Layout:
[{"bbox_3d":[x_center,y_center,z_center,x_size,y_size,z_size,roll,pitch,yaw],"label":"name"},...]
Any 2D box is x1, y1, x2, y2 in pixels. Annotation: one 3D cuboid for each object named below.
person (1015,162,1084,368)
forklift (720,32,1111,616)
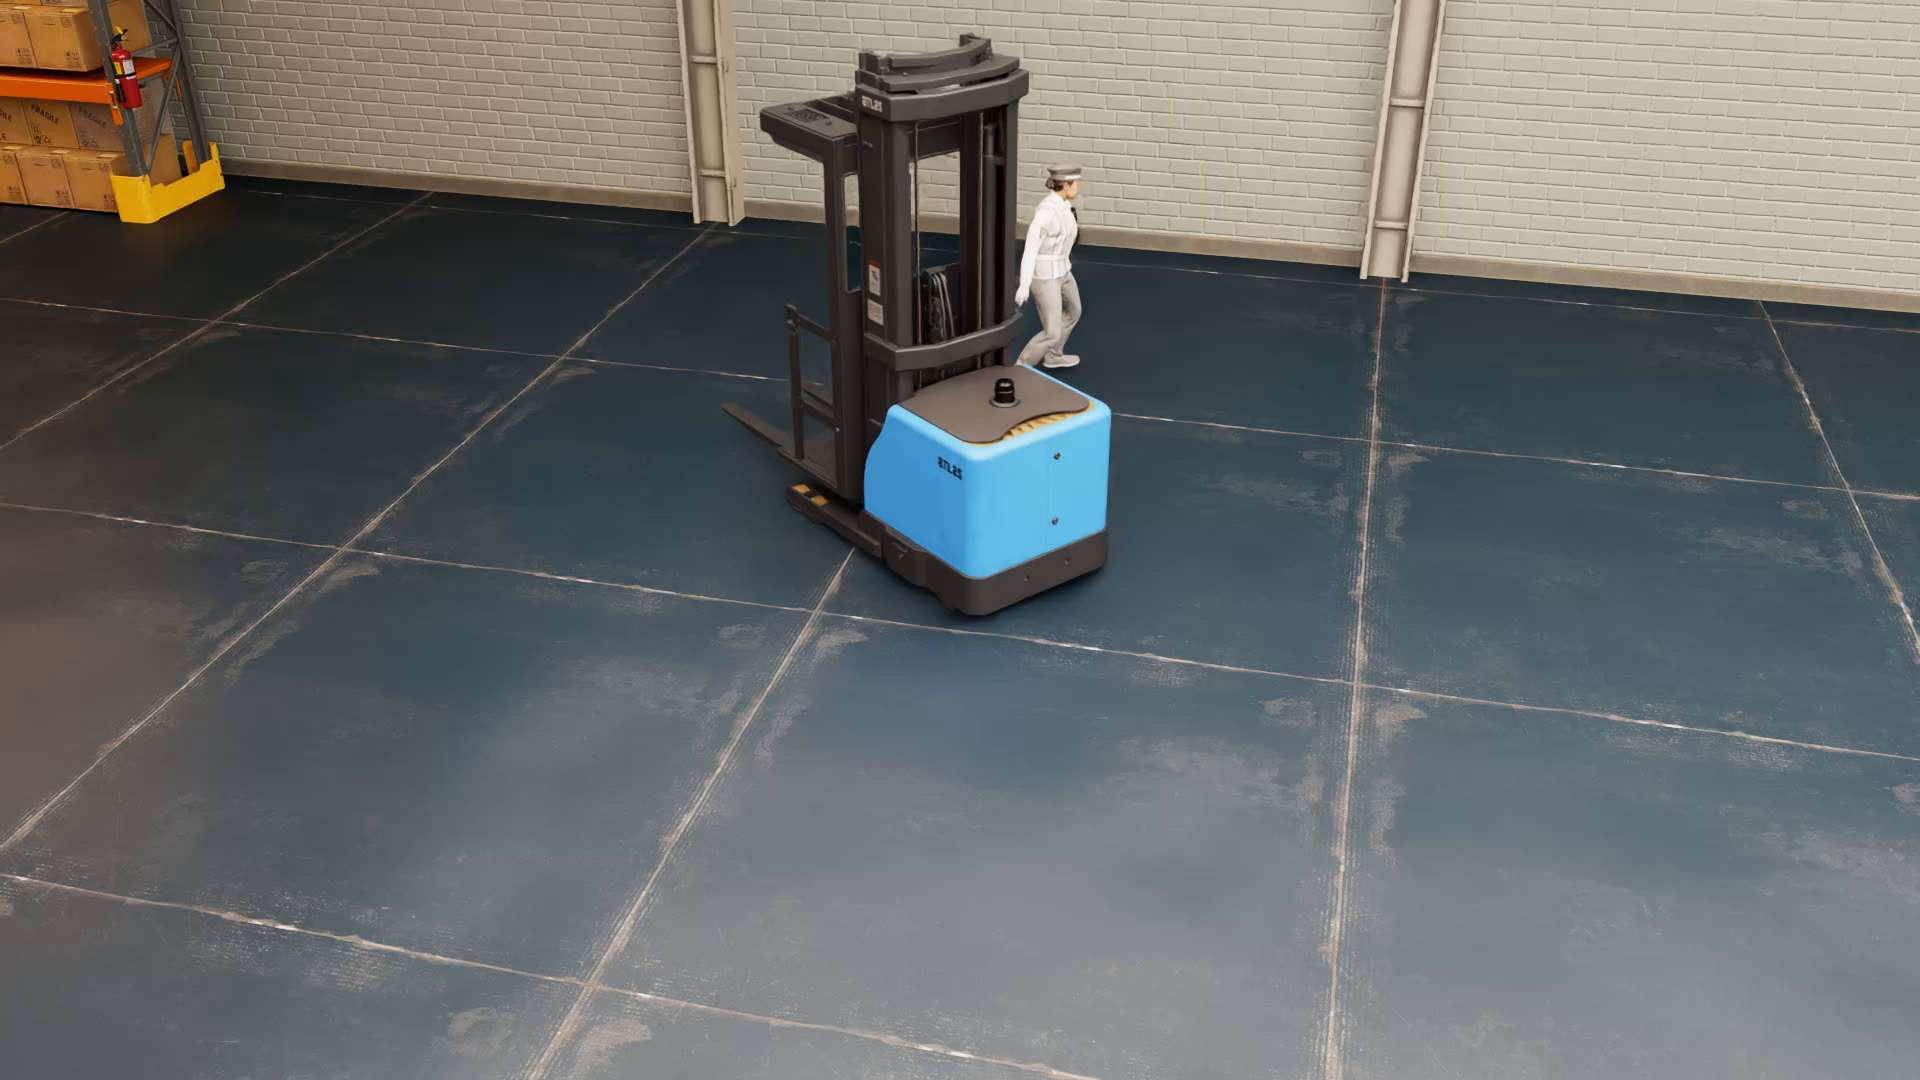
[{"bbox_3d":[0.620,-1.873,11.744,0.422,1.602,0.794,12,32,20],"label":"person"},{"bbox_3d":[-0.440,-1.517,9.847,1.130,2.935,3.031,-21,36,-32],"label":"forklift"}]
